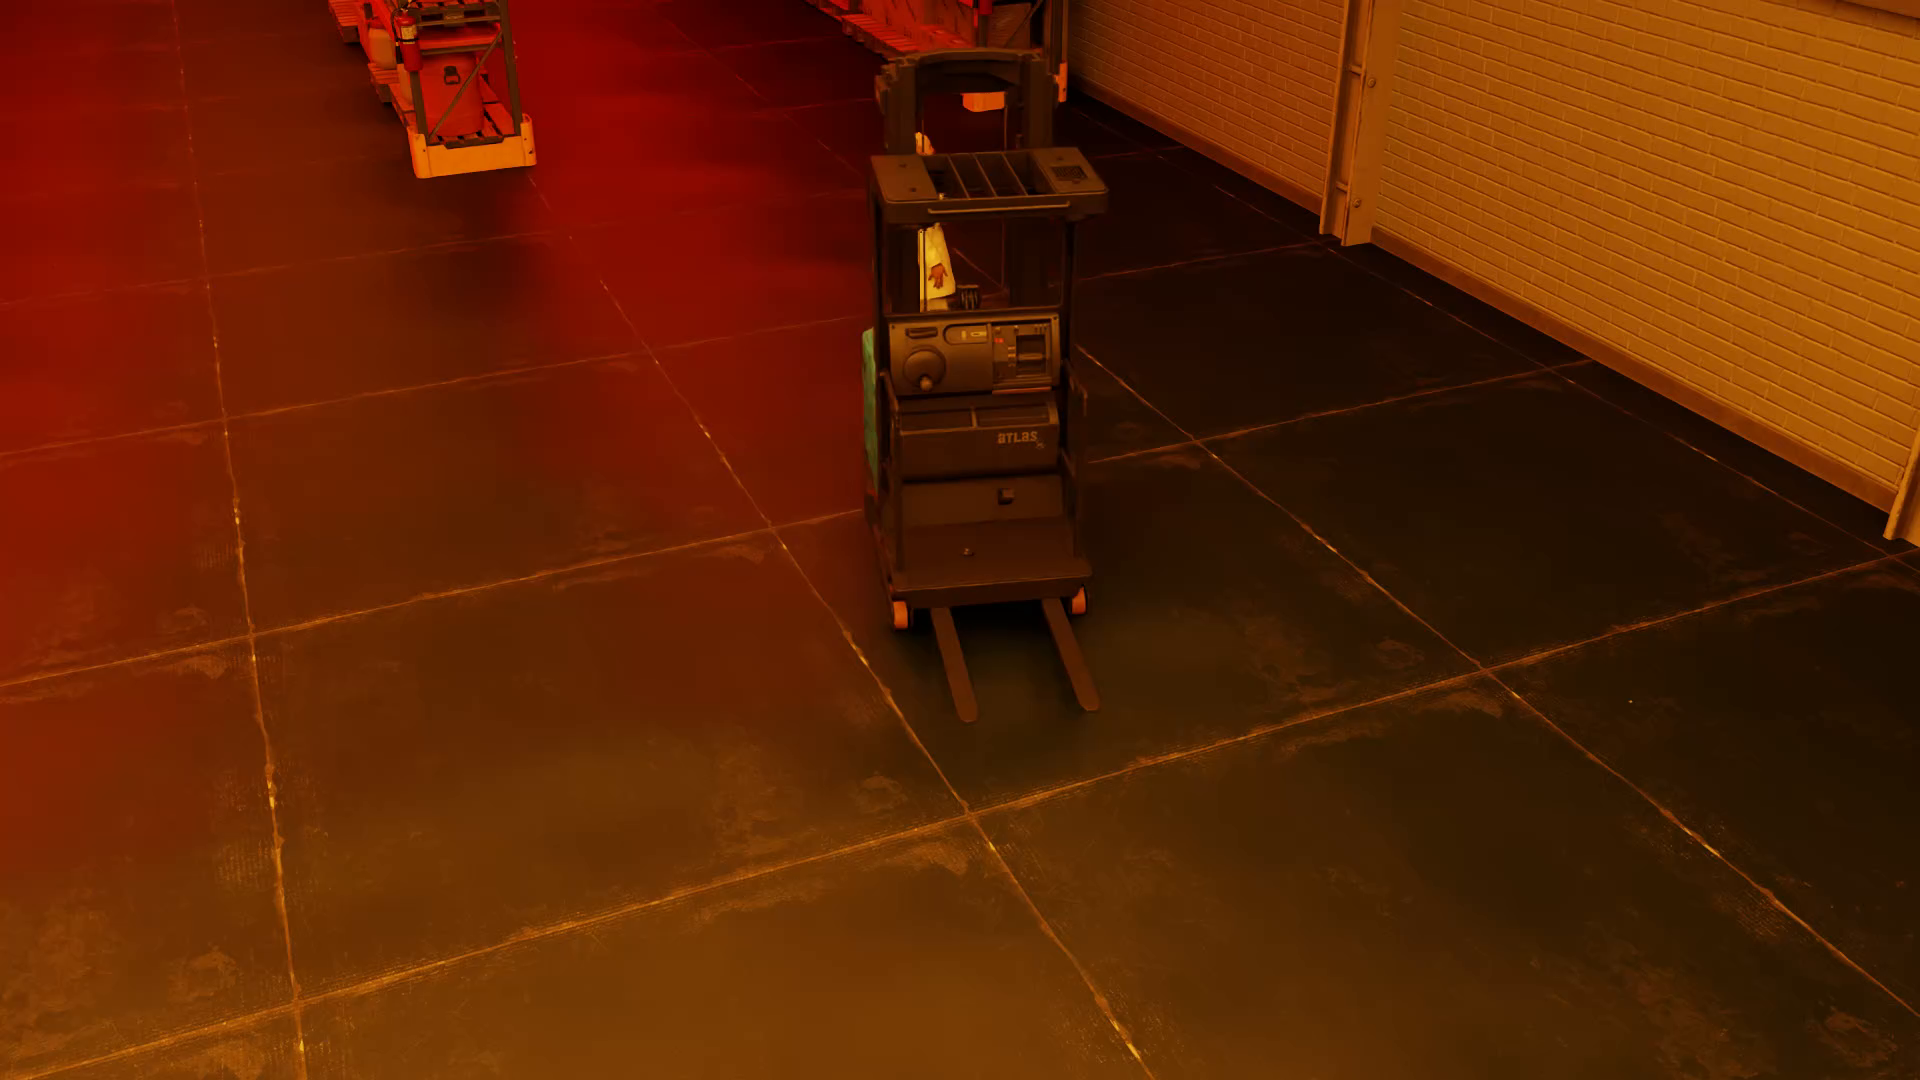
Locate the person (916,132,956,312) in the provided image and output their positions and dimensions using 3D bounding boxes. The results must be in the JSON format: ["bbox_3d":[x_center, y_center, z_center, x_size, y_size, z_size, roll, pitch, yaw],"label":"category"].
[{"bbox_3d":[-0.142,-1.995,11.756,0.583,1.776,0.695,-3,30,-5],"label":"person"}]

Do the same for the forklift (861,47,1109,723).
[{"bbox_3d":[0.117,-0.963,8.805,1.130,2.935,3.031,-4,30,-8],"label":"forklift"}]
